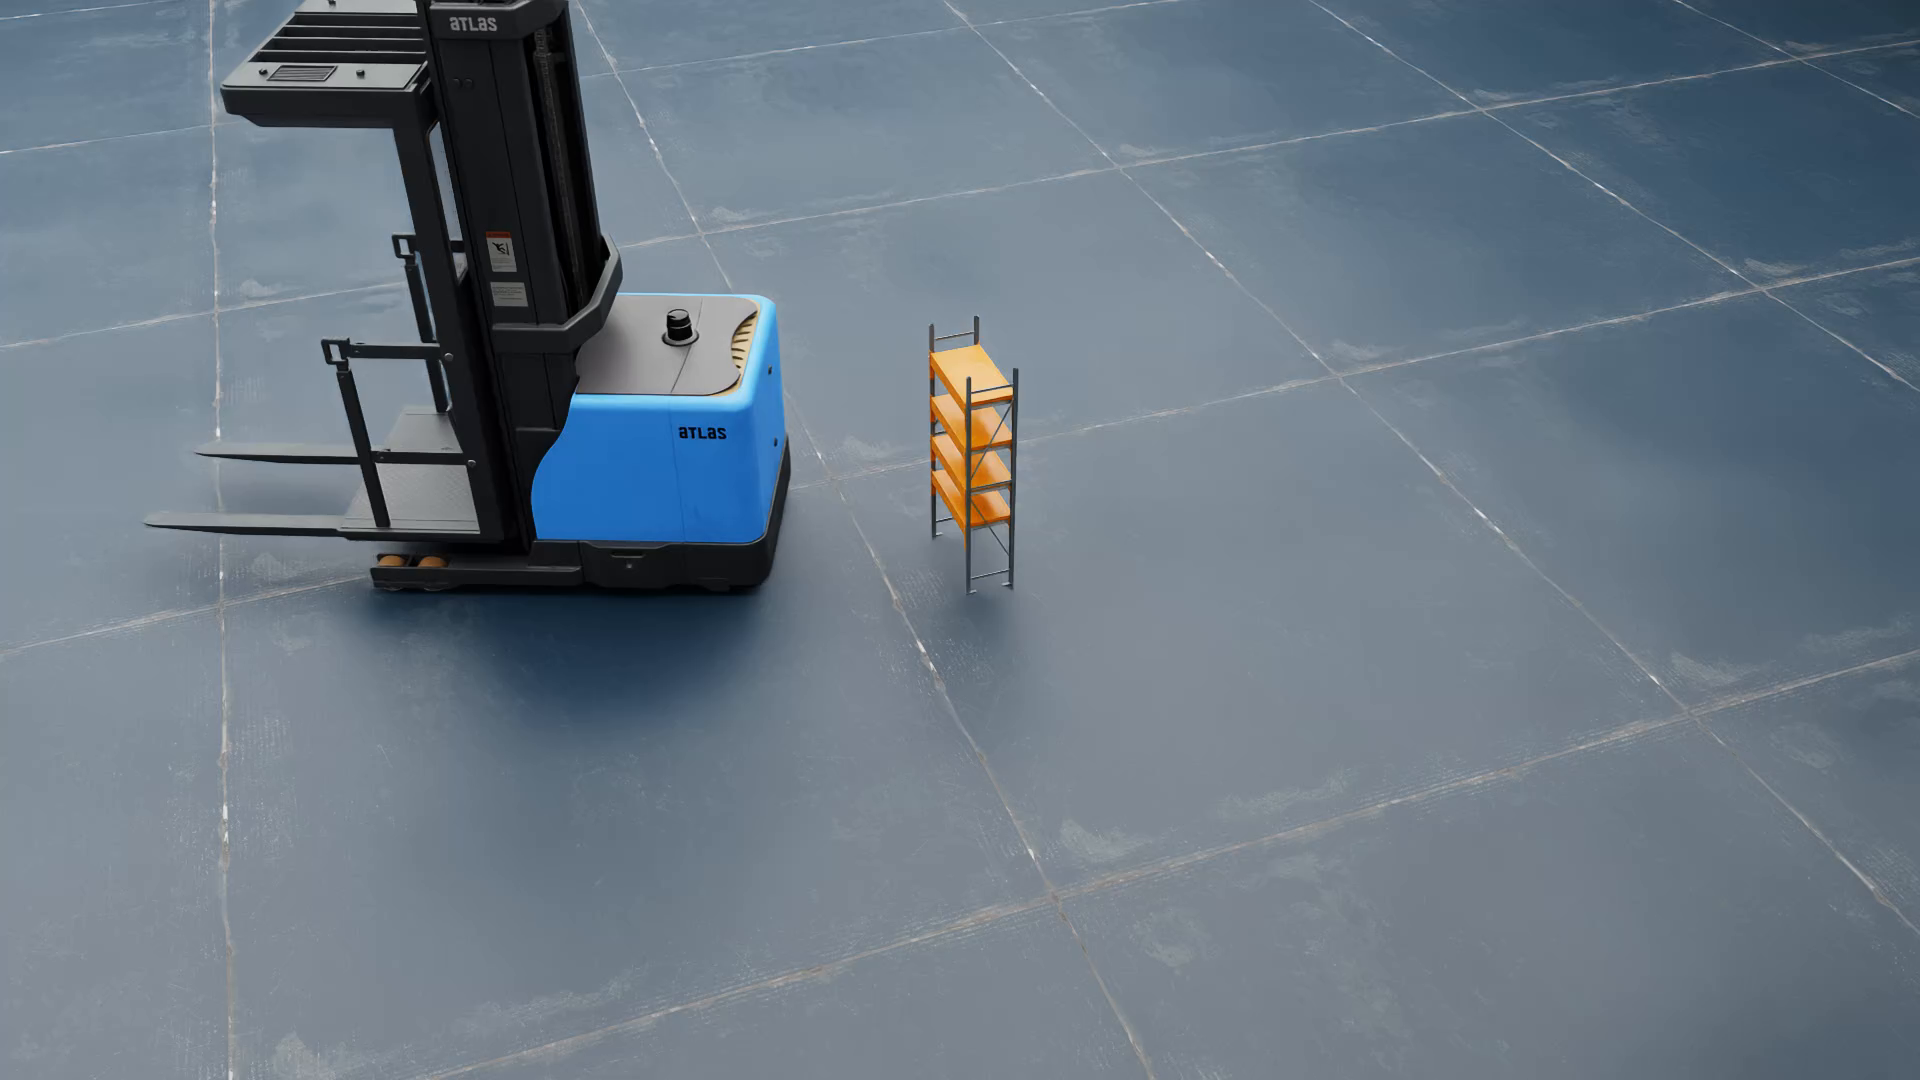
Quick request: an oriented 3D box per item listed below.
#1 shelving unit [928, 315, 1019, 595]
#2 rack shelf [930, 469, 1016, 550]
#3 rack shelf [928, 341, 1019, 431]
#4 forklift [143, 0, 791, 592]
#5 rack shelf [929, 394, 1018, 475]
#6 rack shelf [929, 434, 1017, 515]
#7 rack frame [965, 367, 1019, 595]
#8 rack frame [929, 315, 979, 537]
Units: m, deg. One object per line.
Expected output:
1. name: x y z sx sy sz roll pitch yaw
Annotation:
1. shelving unit: 0.057 -0.386 7.765 0.258 1.200 0.503 -12 39 -16
2. rack shelf: 0.057 -0.173 7.925 0.258 0.148 0.480 -12 39 -16
3. rack shelf: 0.057 -0.700 7.528 0.258 0.148 0.480 -12 39 -16
4. forklift: -2.403 -1.243 7.464 3.031 2.935 1.130 1 37 2
5. rack shelf: 0.057 -0.511 7.671 0.258 0.148 0.480 -12 39 -16
6. rack shelf: 0.057 -0.332 7.805 0.258 0.148 0.480 -12 39 -16
7. rack frame: 0.141 -0.248 7.582 0.240 1.200 0.015 -12 39 -16
8. rack frame: -0.027 -0.524 7.948 0.240 1.200 0.015 -12 39 -16
